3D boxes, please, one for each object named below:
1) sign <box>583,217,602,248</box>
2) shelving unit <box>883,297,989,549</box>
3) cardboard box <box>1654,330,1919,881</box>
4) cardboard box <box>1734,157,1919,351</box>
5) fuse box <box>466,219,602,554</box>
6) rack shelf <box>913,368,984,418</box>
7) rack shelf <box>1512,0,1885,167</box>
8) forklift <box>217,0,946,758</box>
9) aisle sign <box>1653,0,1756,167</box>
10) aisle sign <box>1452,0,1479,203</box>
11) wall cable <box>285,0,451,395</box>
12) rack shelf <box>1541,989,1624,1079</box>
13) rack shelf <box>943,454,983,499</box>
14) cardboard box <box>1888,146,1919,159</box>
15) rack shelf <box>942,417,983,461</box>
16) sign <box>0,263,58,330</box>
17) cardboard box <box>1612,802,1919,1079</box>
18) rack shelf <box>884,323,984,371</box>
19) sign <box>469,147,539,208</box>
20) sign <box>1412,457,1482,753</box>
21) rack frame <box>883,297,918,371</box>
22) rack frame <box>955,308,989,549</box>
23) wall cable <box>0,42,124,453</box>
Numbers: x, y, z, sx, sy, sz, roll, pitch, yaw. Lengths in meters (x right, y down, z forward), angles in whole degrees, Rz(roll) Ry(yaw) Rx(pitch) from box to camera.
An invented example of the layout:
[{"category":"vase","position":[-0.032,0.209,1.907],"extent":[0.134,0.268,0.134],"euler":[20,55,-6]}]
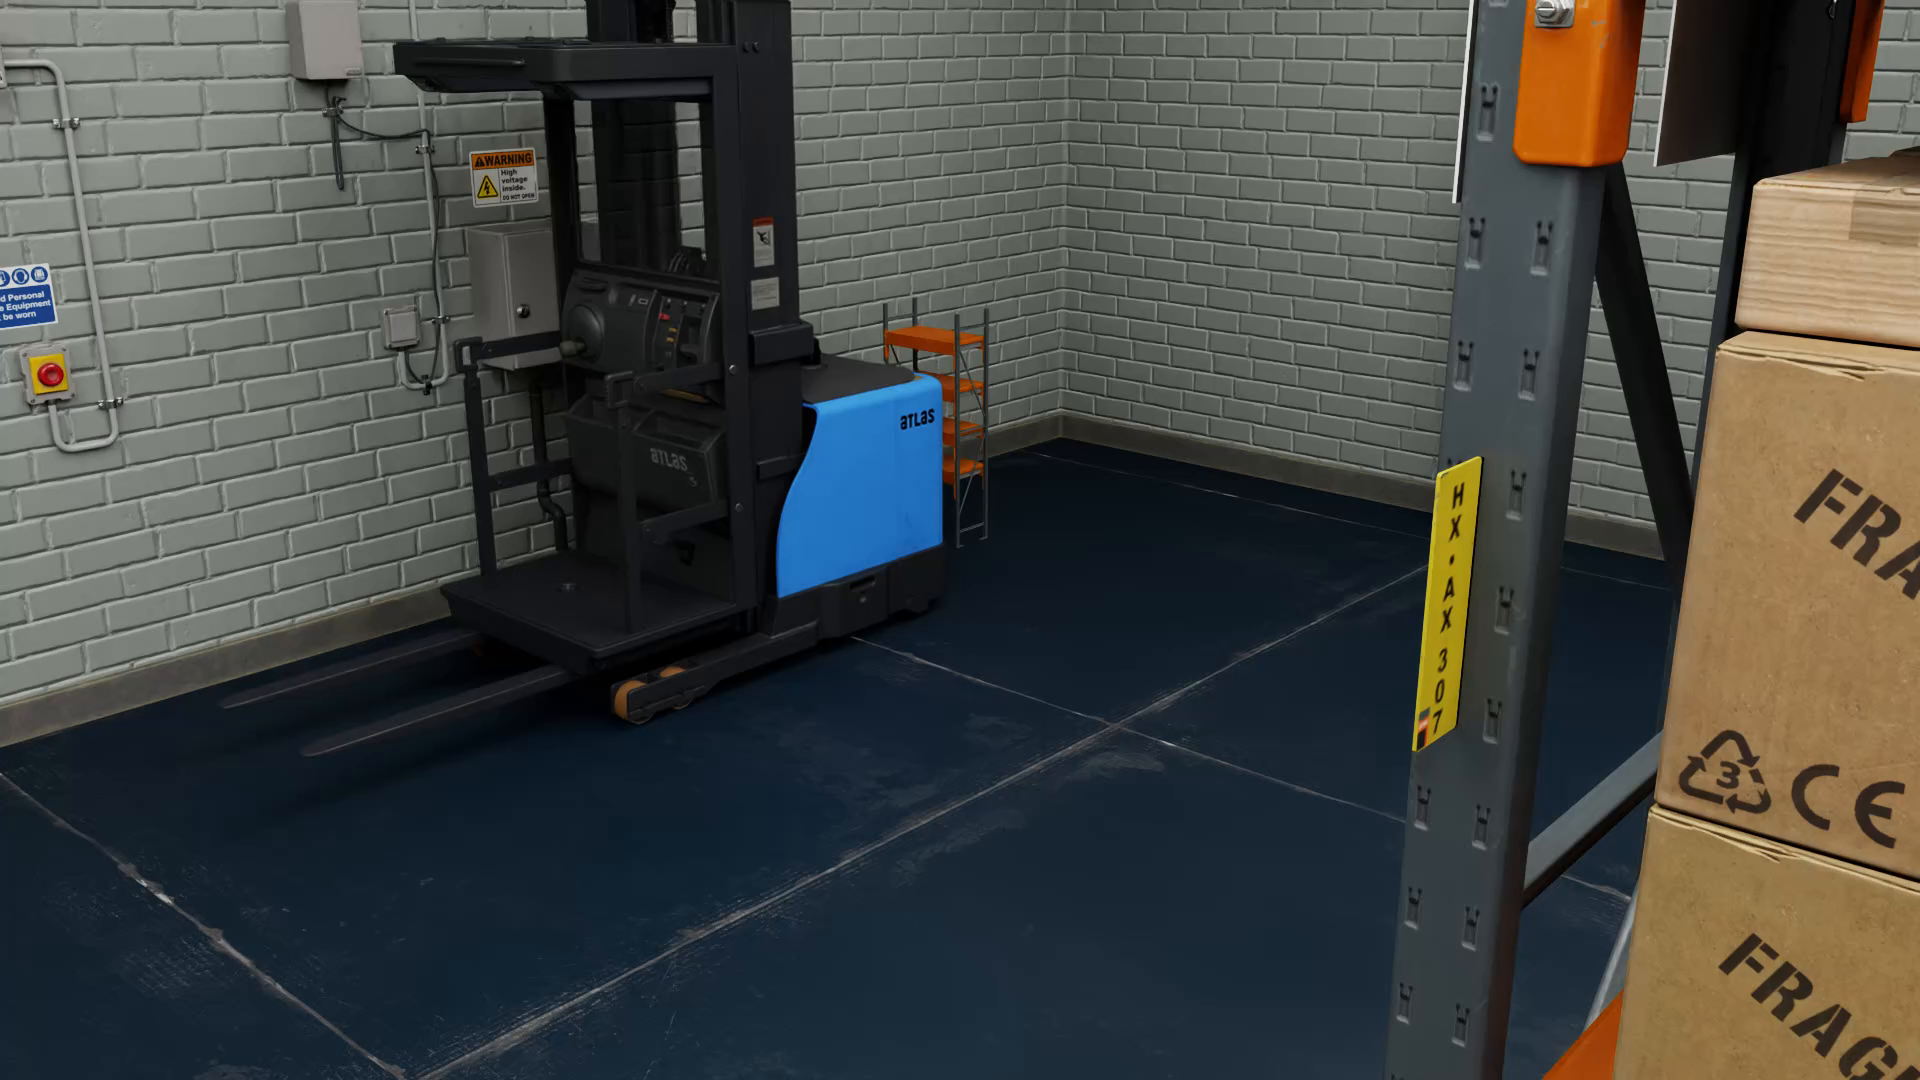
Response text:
[{"category":"sign","position":[-1.639,-1.281,7.847],"extent":[0.001,0.494,0.329],"euler":[15,23,39]},{"category":"shelving unit","position":[-0.124,-0.605,8.535],"extent":[0.503,1.200,0.258],"euler":[15,23,39]},{"category":"cardboard box","position":[1.087,0.036,1.721],"extent":[0.500,0.500,0.500],"euler":[14,23,38]},{"category":"cardboard box","position":[0.999,-0.300,1.707],"extent":[0.250,0.149,0.380],"euler":[16,23,40]},{"category":"fuse box","position":[-1.812,-0.559,7.545],"extent":[0.414,1.711,0.539],"euler":[15,23,39]},{"category":"rack shelf","position":[-0.124,-0.754,8.488],"extent":[0.480,0.148,0.258],"euler":[15,23,39]},{"category":"rack shelf","position":[2.413,-0.286,0.784],"extent":[4.000,0.370,1.077],"euler":[15,23,39]},{"category":"forklift","position":[-1.424,-0.863,6.486],"extent":[1.130,2.935,3.031],"euler":[15,23,40]},{"category":"aisle sign","position":[1.069,-0.924,2.267],"extent":[0.004,0.787,0.394],"euler":[15,23,39]},{"category":"aisle sign","position":[0.671,-0.788,1.839],"extent":[0.004,0.787,0.394],"euler":[15,23,39]},{"category":"wall cable","position":[-2.383,-1.535,6.809],"extent":[0.122,1.984,0.588],"euler":[15,23,39]},{"category":"rack shelf","position":[2.413,1.144,1.237],"extent":[4.000,0.370,1.077],"euler":[15,23,39]},{"category":"rack shelf","position":[-0.124,-0.352,8.615],"extent":[0.480,0.148,0.258],"euler":[15,23,39]},{"category":"cardboard box","position":[1.318,-0.407,2.045],"extent":[0.250,0.149,0.380],"euler":[15,23,40]},{"category":"rack shelf","position":[-0.124,-0.541,8.555],"extent":[0.480,0.148,0.258],"euler":[15,23,39]},{"category":"sign","position":[-3.394,-0.857,5.908],"extent":[0.001,0.218,0.327],"euler":[15,23,39]},{"category":"cardboard box","position":[1.085,0.513,1.870],"extent":[0.500,0.500,0.500],"euler":[15,23,39]},{"category":"rack shelf","position":[-0.124,-0.980,8.416],"extent":[0.480,0.148,0.258],"euler":[15,23,39]},{"category":"sign","position":[-2.004,-1.596,7.316],"extent":[0.001,0.242,0.339],"euler":[15,23,39]},{"category":"sign","position":[0.544,0.074,1.859],"extent":[0.005,0.325,0.100],"euler":[15,23,39]},{"category":"rack frame","position":[-0.306,-0.654,8.689],"extent":[0.015,1.200,0.240],"euler":[15,23,39]},{"category":"rack frame","position":[0.059,-0.556,8.381],"extent":[0.015,1.200,0.240],"euler":[15,23,39]},{"category":"wall cable","position":[-3.316,-1.226,5.786],"extent":[0.123,1.953,0.585],"euler":[15,23,39]}]
